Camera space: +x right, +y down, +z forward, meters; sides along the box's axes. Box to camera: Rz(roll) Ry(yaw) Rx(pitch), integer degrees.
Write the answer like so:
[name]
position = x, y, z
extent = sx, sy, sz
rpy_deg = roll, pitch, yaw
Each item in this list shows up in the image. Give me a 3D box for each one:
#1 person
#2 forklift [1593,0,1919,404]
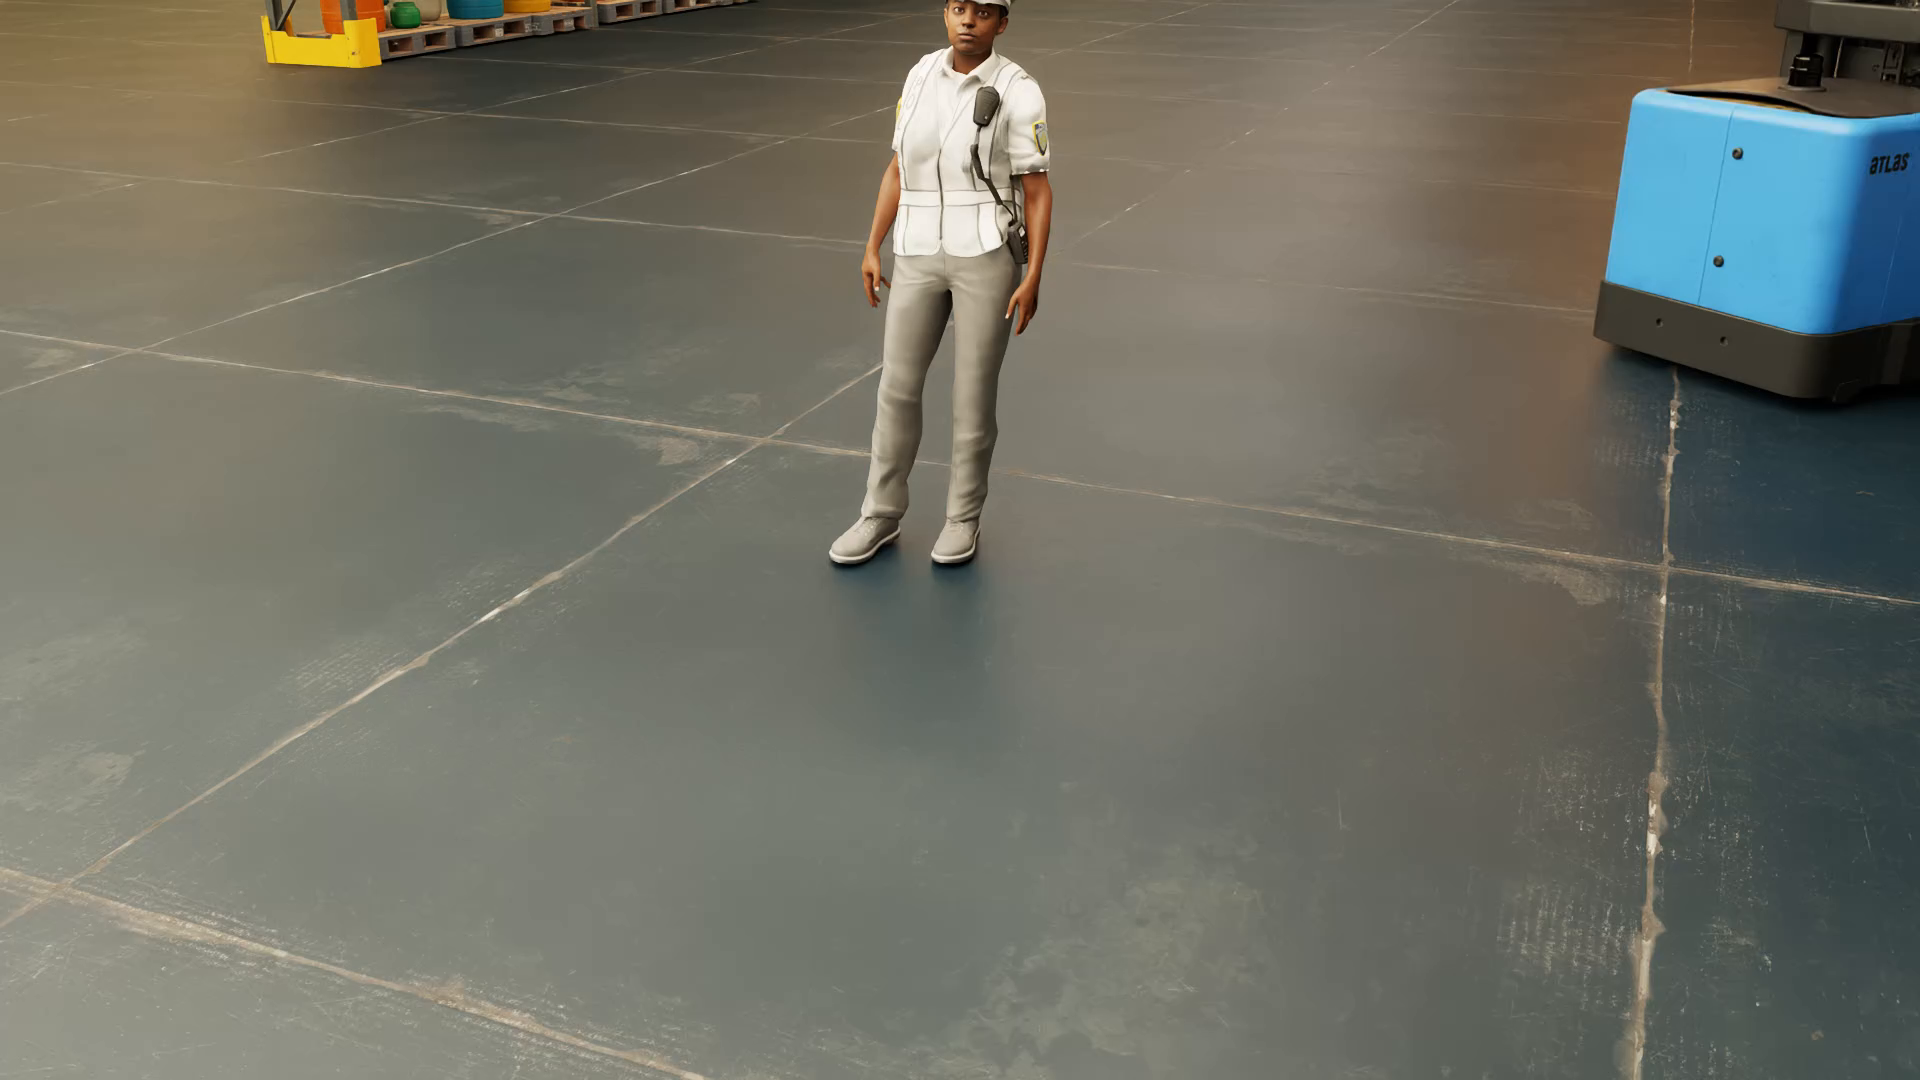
[person]
position = -0.047, -0.765, 4.707
extent = 0.569, 1.694, 0.530
rpy_deg = 9, 24, 21
[forklift]
position = 4.187, -2.251, 6.679
extent = 3.031, 2.935, 1.130
rpy_deg = -12, 25, -26
